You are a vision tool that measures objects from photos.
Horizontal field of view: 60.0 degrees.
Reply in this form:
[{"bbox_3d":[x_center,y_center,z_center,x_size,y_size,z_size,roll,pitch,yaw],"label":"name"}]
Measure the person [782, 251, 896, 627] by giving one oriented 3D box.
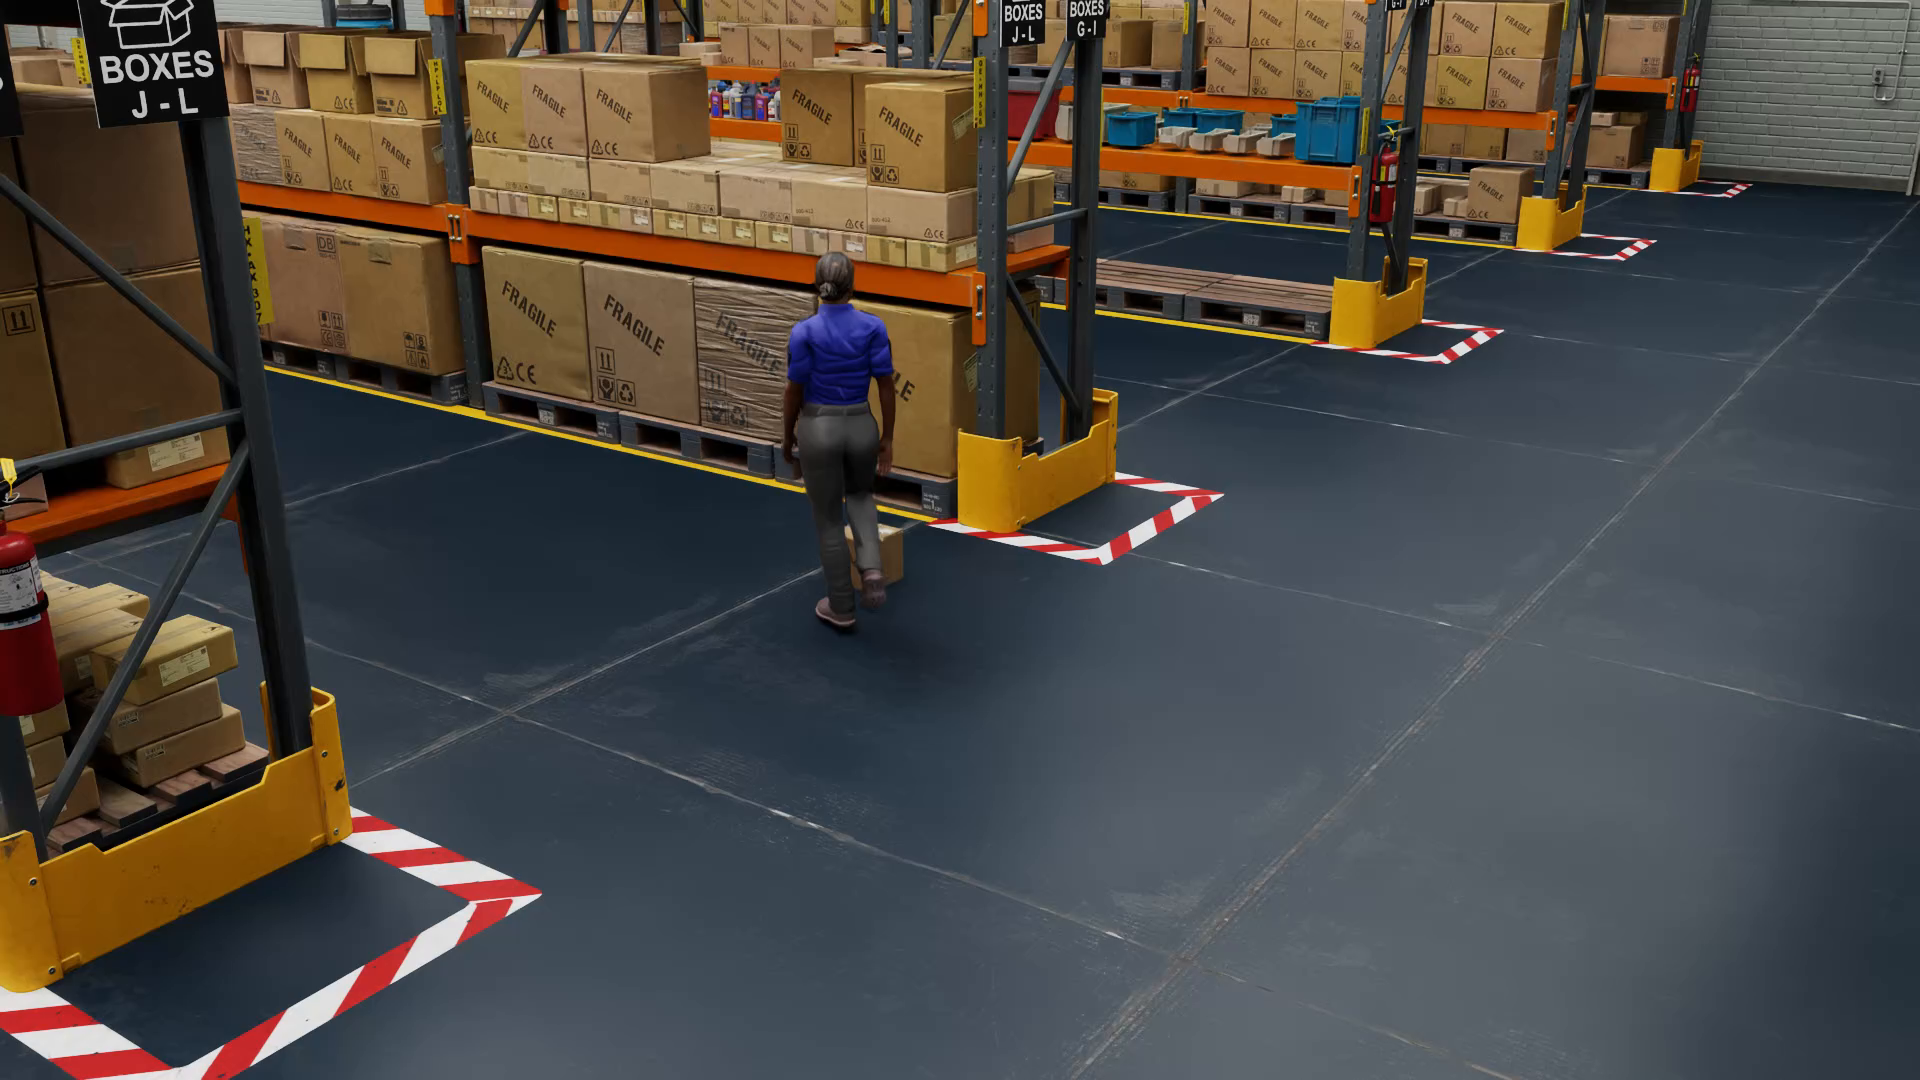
[{"bbox_3d":[-0.542,-0.447,7.241,0.451,1.650,0.431,-9,22,-22],"label":"person"}]
